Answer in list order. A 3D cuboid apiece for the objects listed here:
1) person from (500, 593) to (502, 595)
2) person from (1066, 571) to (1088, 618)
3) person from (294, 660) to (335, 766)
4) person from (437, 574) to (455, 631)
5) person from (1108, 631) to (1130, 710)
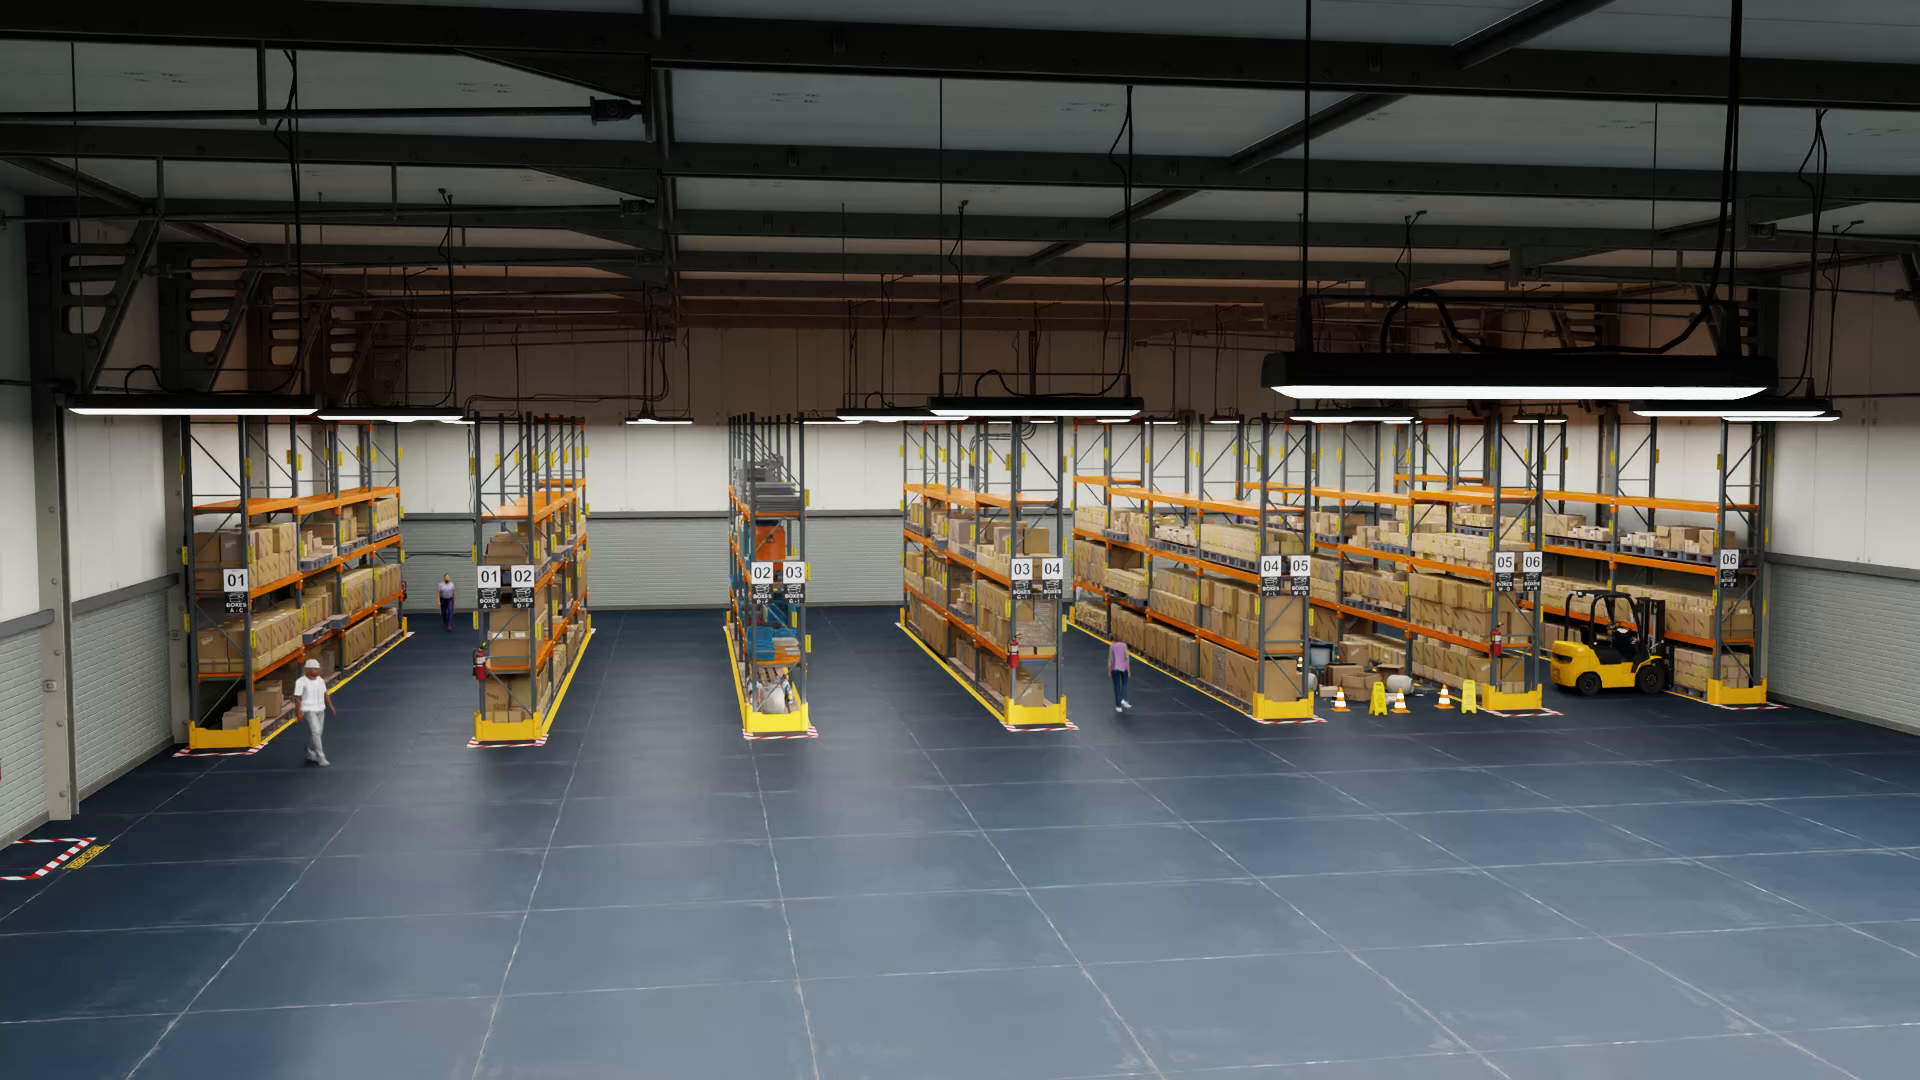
[{"bbox_3d":[-12.010,1.893,43.789,0.633,1.663,1.067,-1,4,-12],"label":"person"},{"bbox_3d":[3.565,1.468,49.727,1.046,1.752,0.525,-1,4,-21],"label":"person"},{"bbox_3d":[-10.933,2.930,28.357,0.792,1.771,0.597,2,4,27],"label":"person"},{"bbox_3d":[-14.473,1.736,46.804,0.474,1.585,1.053,-1,4,-11],"label":"person"},{"bbox_3d":[3.201,2.636,33.543,0.448,1.584,0.468,0,4,1],"label":"person"}]
